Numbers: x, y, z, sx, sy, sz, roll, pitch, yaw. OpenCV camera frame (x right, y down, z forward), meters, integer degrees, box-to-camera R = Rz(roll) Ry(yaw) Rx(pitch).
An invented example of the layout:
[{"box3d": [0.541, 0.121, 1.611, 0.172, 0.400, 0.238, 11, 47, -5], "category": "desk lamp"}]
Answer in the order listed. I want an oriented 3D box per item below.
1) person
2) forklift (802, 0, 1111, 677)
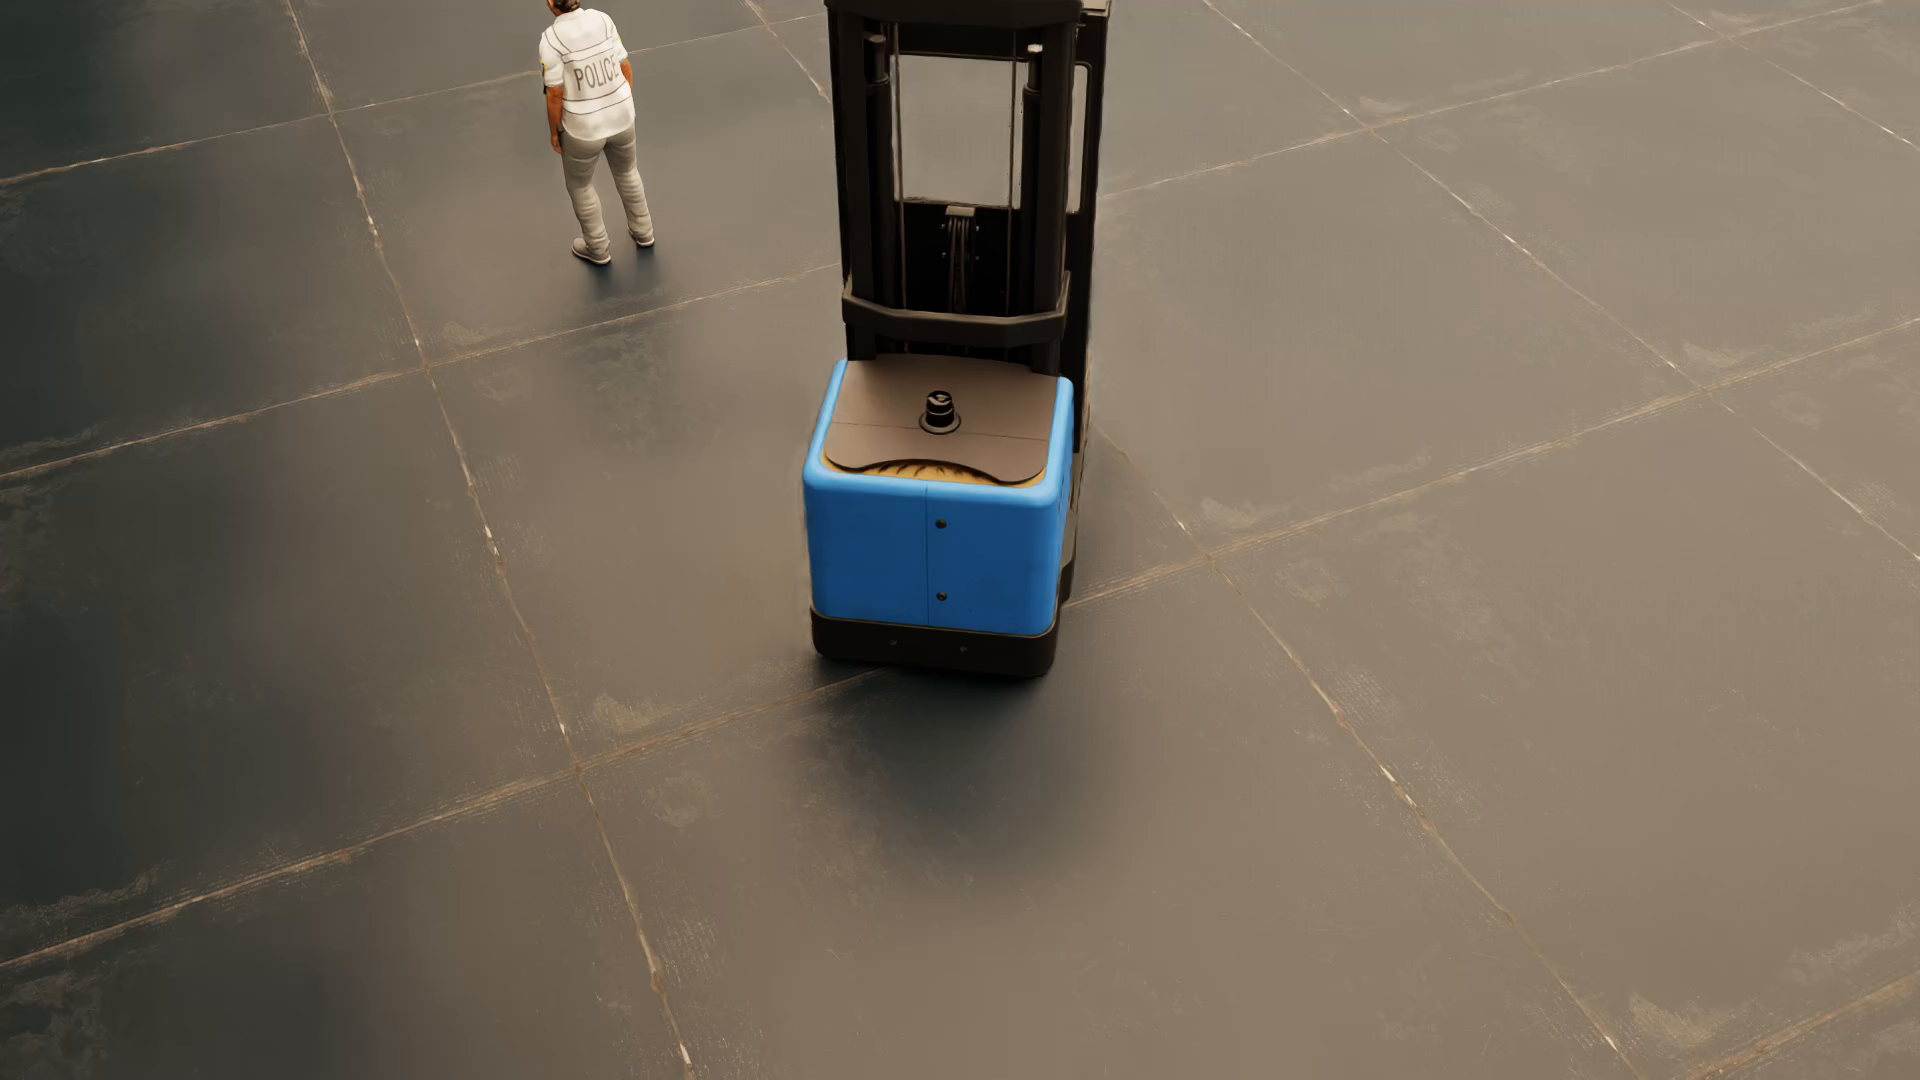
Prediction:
[{"box3d": [-2.007, -2.302, 9.077, 0.553, 1.664, 0.469, -30, 51, -28], "category": "person"}, {"box3d": [0.061, -1.498, 7.285, 1.130, 2.935, 3.031, 5, 43, 5], "category": "forklift"}]
